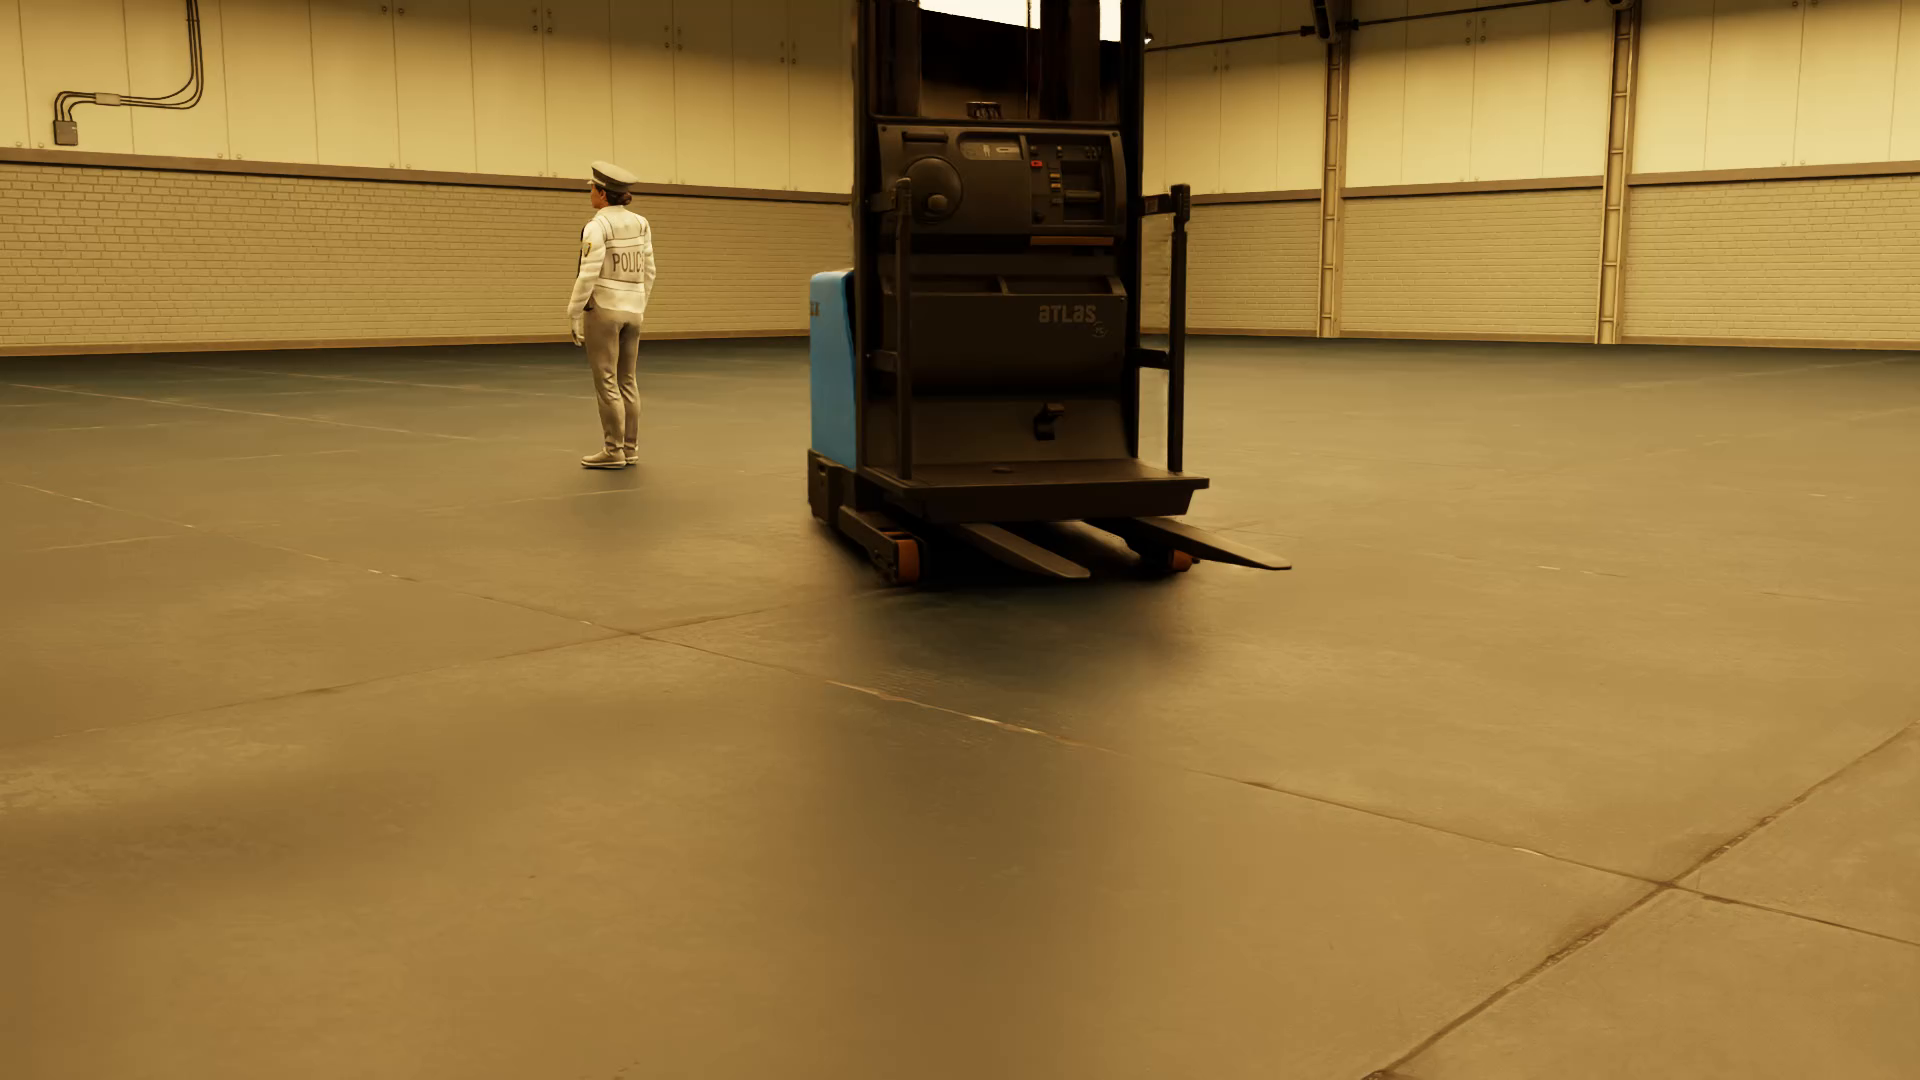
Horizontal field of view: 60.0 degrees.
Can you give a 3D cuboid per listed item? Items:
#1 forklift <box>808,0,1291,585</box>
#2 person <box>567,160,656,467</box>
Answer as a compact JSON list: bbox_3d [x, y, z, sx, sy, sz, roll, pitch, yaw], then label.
[{"bbox_3d":[0.216,-1.356,5.878,1.130,2.935,3.031,-2,9,-15],"label":"forklift"},{"bbox_3d":[-1.995,-1.254,9.308,0.530,1.694,0.588,5,10,32],"label":"person"}]
